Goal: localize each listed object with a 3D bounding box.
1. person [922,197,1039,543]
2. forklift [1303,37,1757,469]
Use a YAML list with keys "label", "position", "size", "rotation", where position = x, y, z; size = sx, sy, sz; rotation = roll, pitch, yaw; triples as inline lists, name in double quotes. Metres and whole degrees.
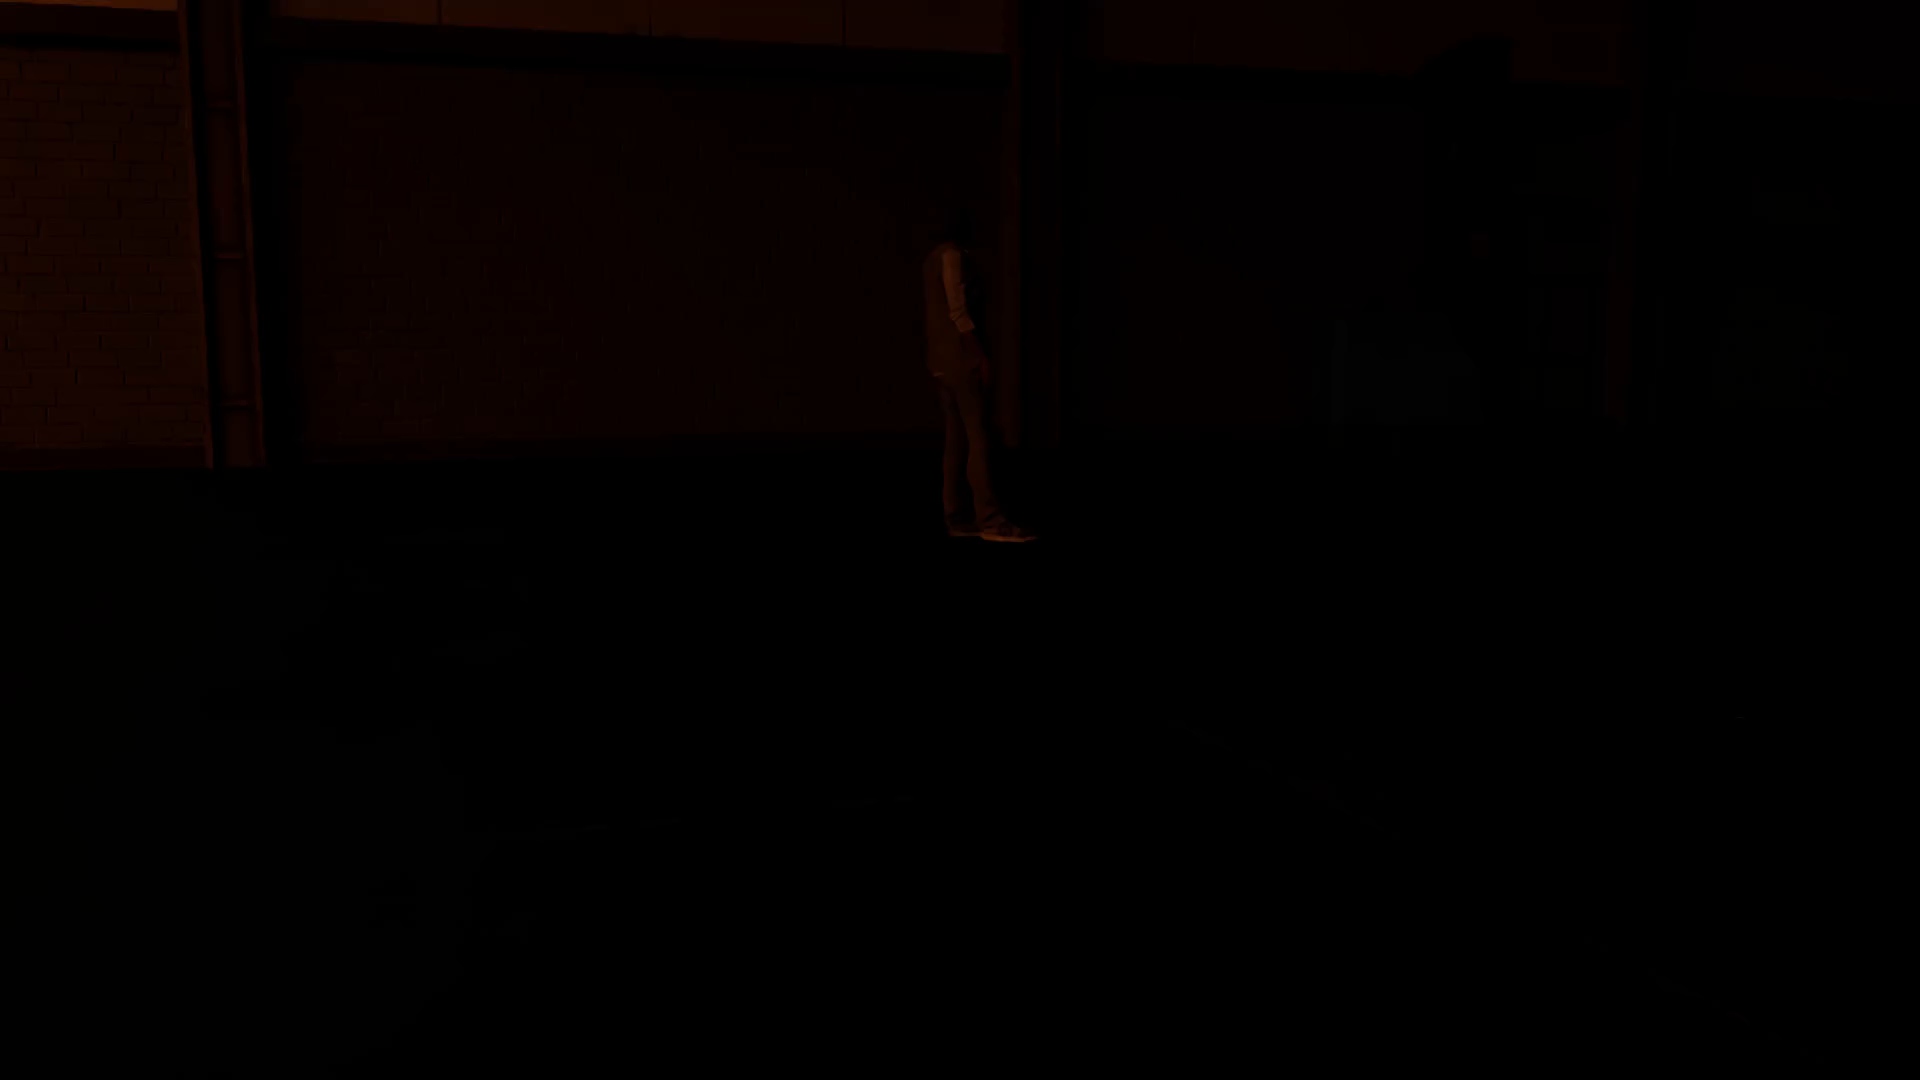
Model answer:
- label: "person"
  position: [0.075, -0.800, 7.826]
  size: [0.474, 1.597, 0.521]
  rotation: [-3, 8, -18]
- label: "forklift"
  position: [4.084, -2.014, 11.860]
  size: [3.031, 2.935, 1.130]
  rotation: [0, 8, 1]
